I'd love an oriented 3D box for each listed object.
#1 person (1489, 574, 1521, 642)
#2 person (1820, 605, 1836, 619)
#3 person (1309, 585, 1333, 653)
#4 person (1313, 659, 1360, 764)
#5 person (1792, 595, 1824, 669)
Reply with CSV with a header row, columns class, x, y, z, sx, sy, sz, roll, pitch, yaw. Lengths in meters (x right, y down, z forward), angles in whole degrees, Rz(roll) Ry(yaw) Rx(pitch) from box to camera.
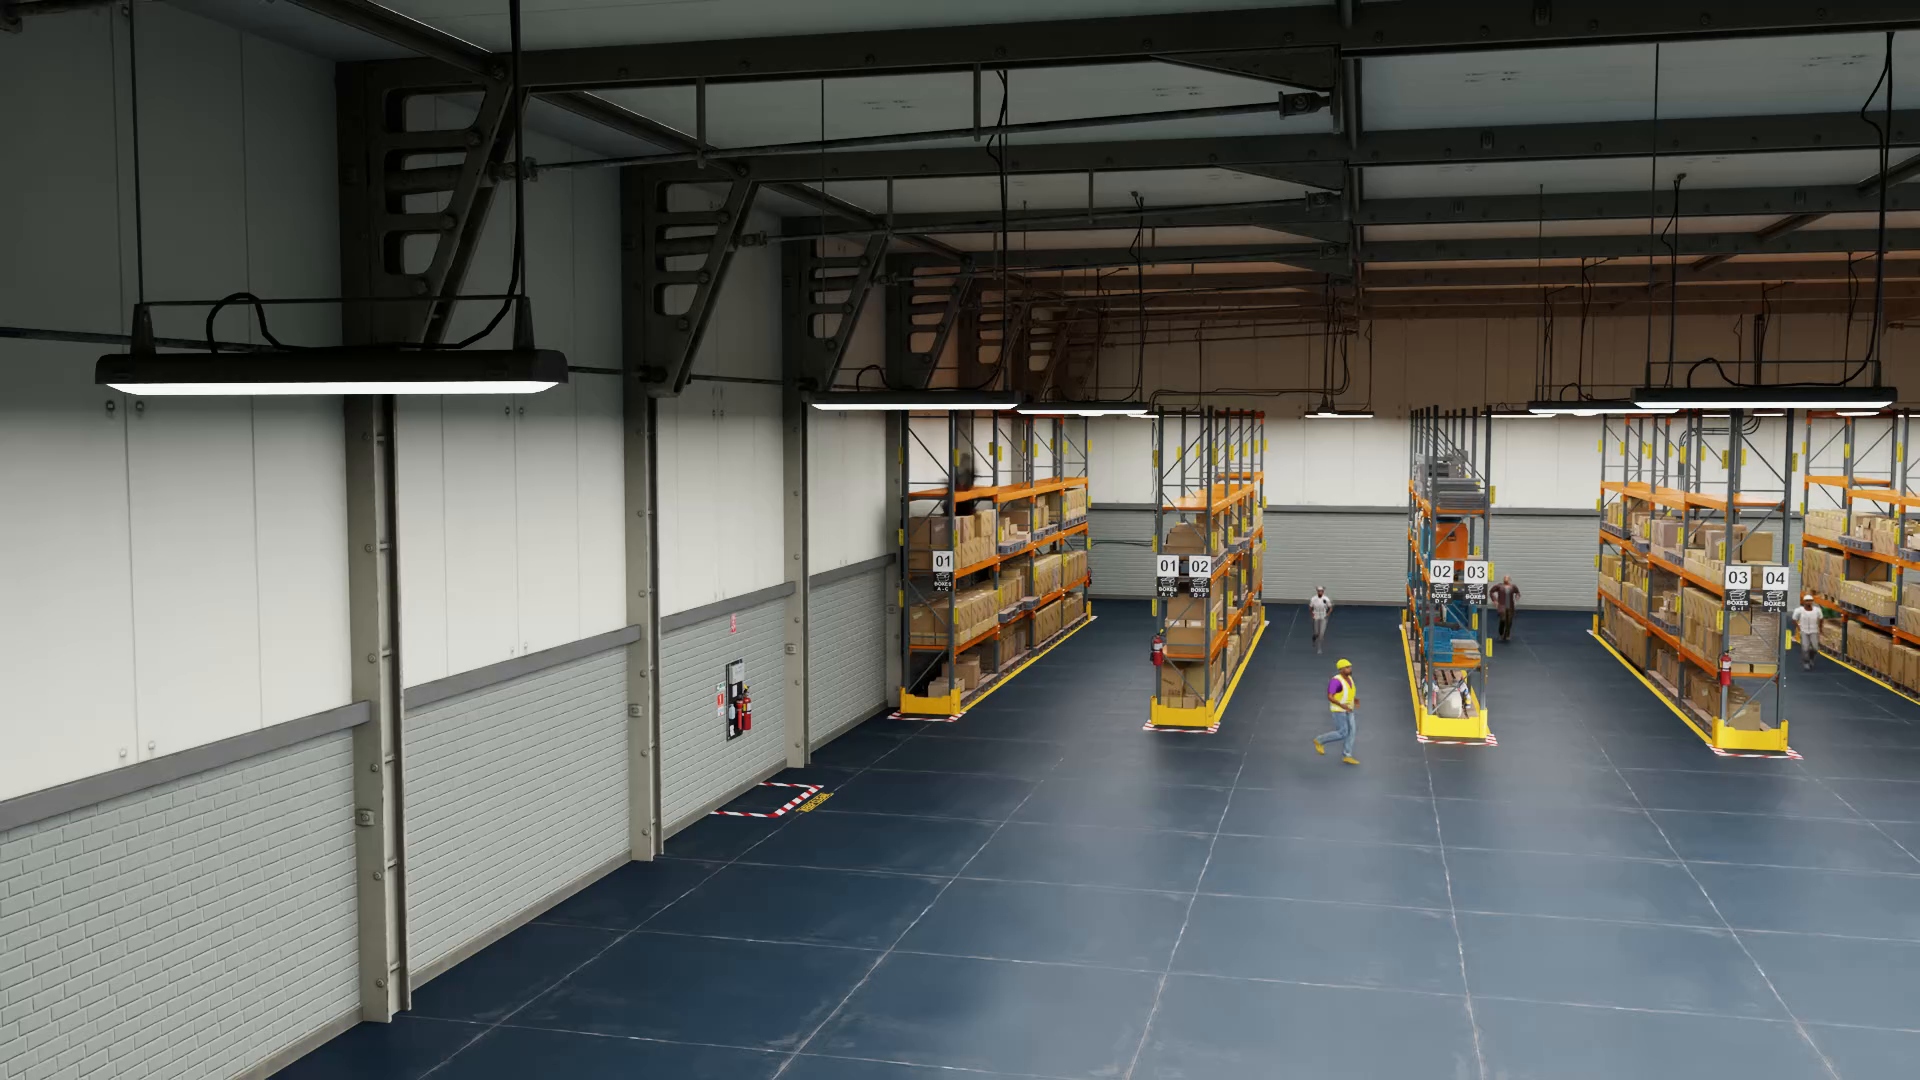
class,x,y,z,sx,sy,sz,roll,pitch,yaw
person,14.156,1.767,43.078,0.756,1.770,0.744,0,4,1
person,23.181,1.650,44.376,0.743,1.824,0.640,1,4,7
person,8.936,1.946,41.240,0.551,1.678,0.609,1,4,12
person,6.379,2.862,27.921,0.772,1.752,0.705,4,5,41
person,19.459,2.120,38.135,0.674,1.721,0.569,1,4,18
